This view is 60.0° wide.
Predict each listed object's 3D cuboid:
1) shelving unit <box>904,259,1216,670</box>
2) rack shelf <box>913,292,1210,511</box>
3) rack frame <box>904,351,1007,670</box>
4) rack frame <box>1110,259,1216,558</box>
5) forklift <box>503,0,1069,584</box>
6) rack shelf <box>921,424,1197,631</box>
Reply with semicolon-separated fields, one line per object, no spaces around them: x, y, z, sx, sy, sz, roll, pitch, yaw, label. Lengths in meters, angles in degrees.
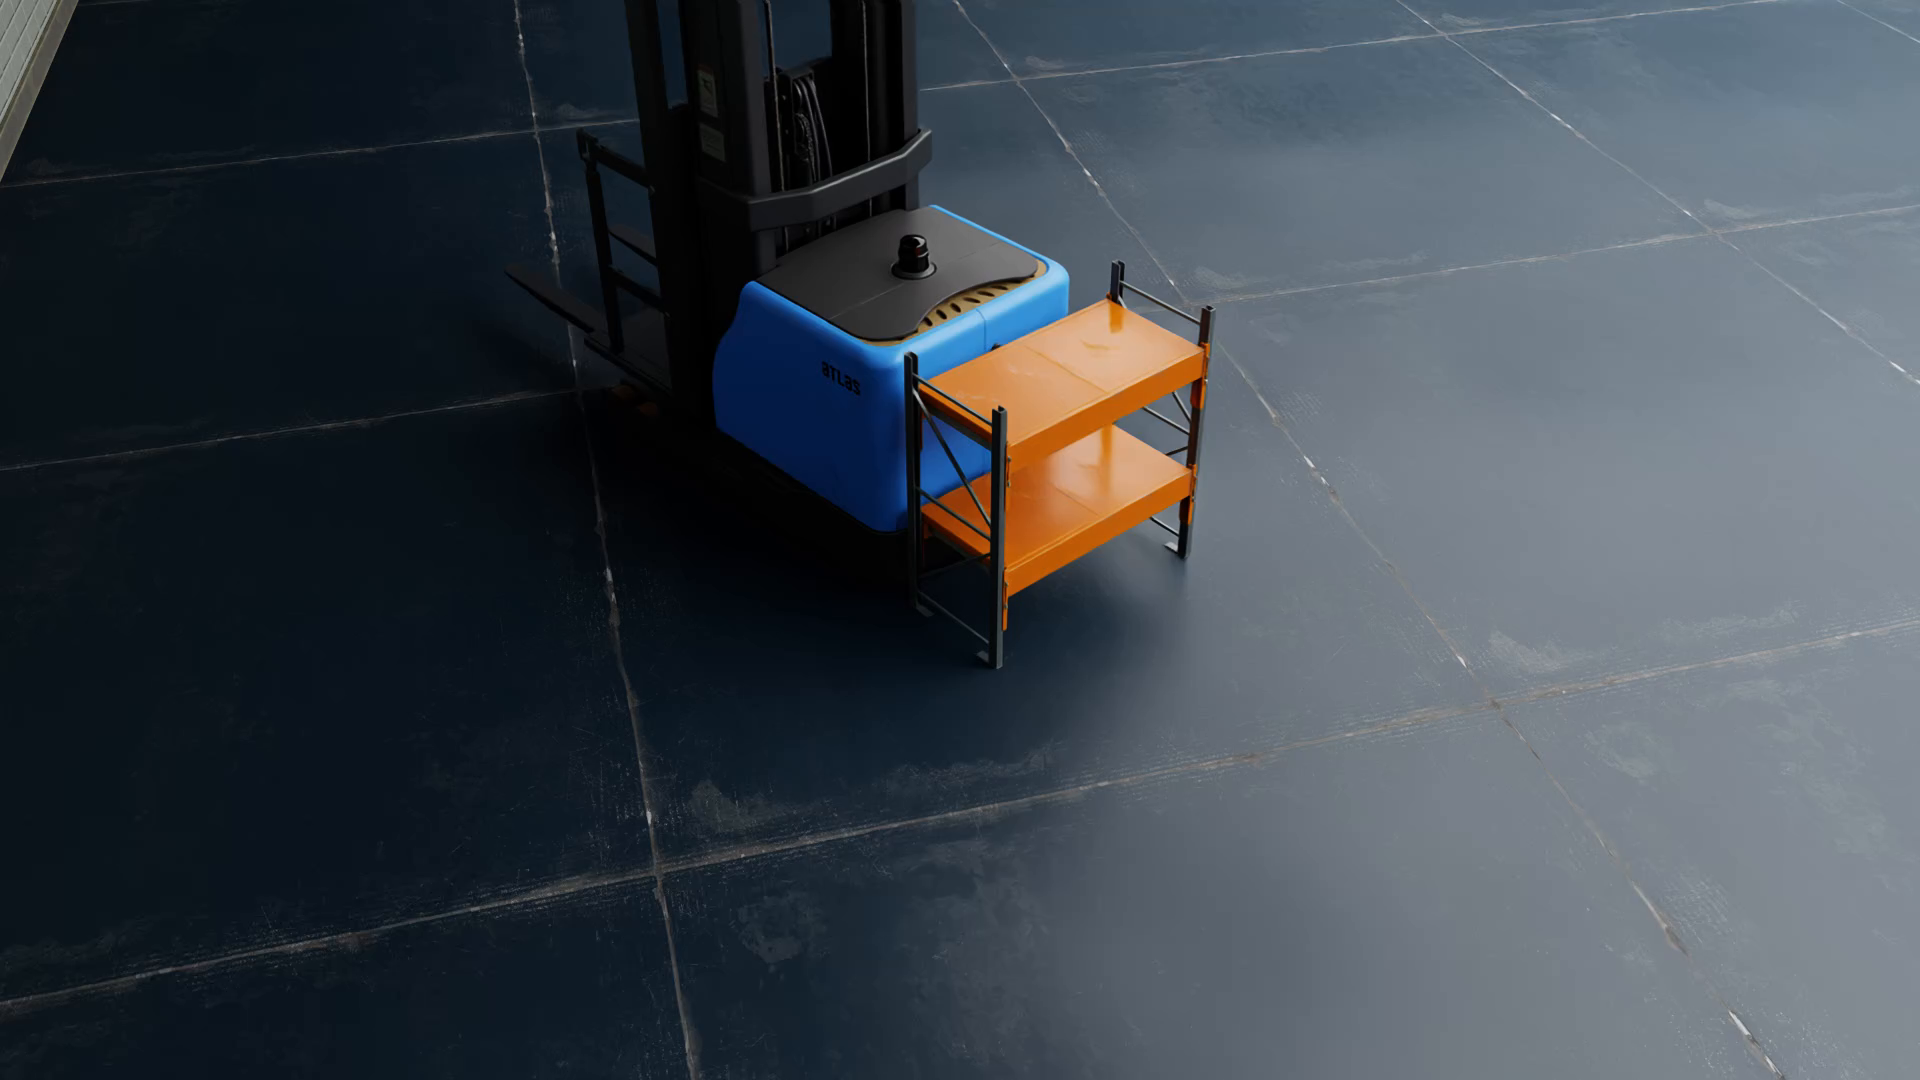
0.364;-0.291;6.205;1.048;1.125;0.538;-28;45;-31;shelving unit
0.364;-0.523;6.027;1.000;0.278;0.538;-28;45;-31;rack shelf
-0.019;-0.088;5.939;0.032;1.125;0.500;-28;45;-31;rack frame
0.747;-0.494;6.470;0.032;1.125;0.500;-28;45;-31;rack frame
-0.947;-1.795;6.685;1.130;2.935;3.031;-30;47;-33;forklift
0.364;-0.097;6.353;1.000;0.278;0.538;-28;45;-31;rack shelf
